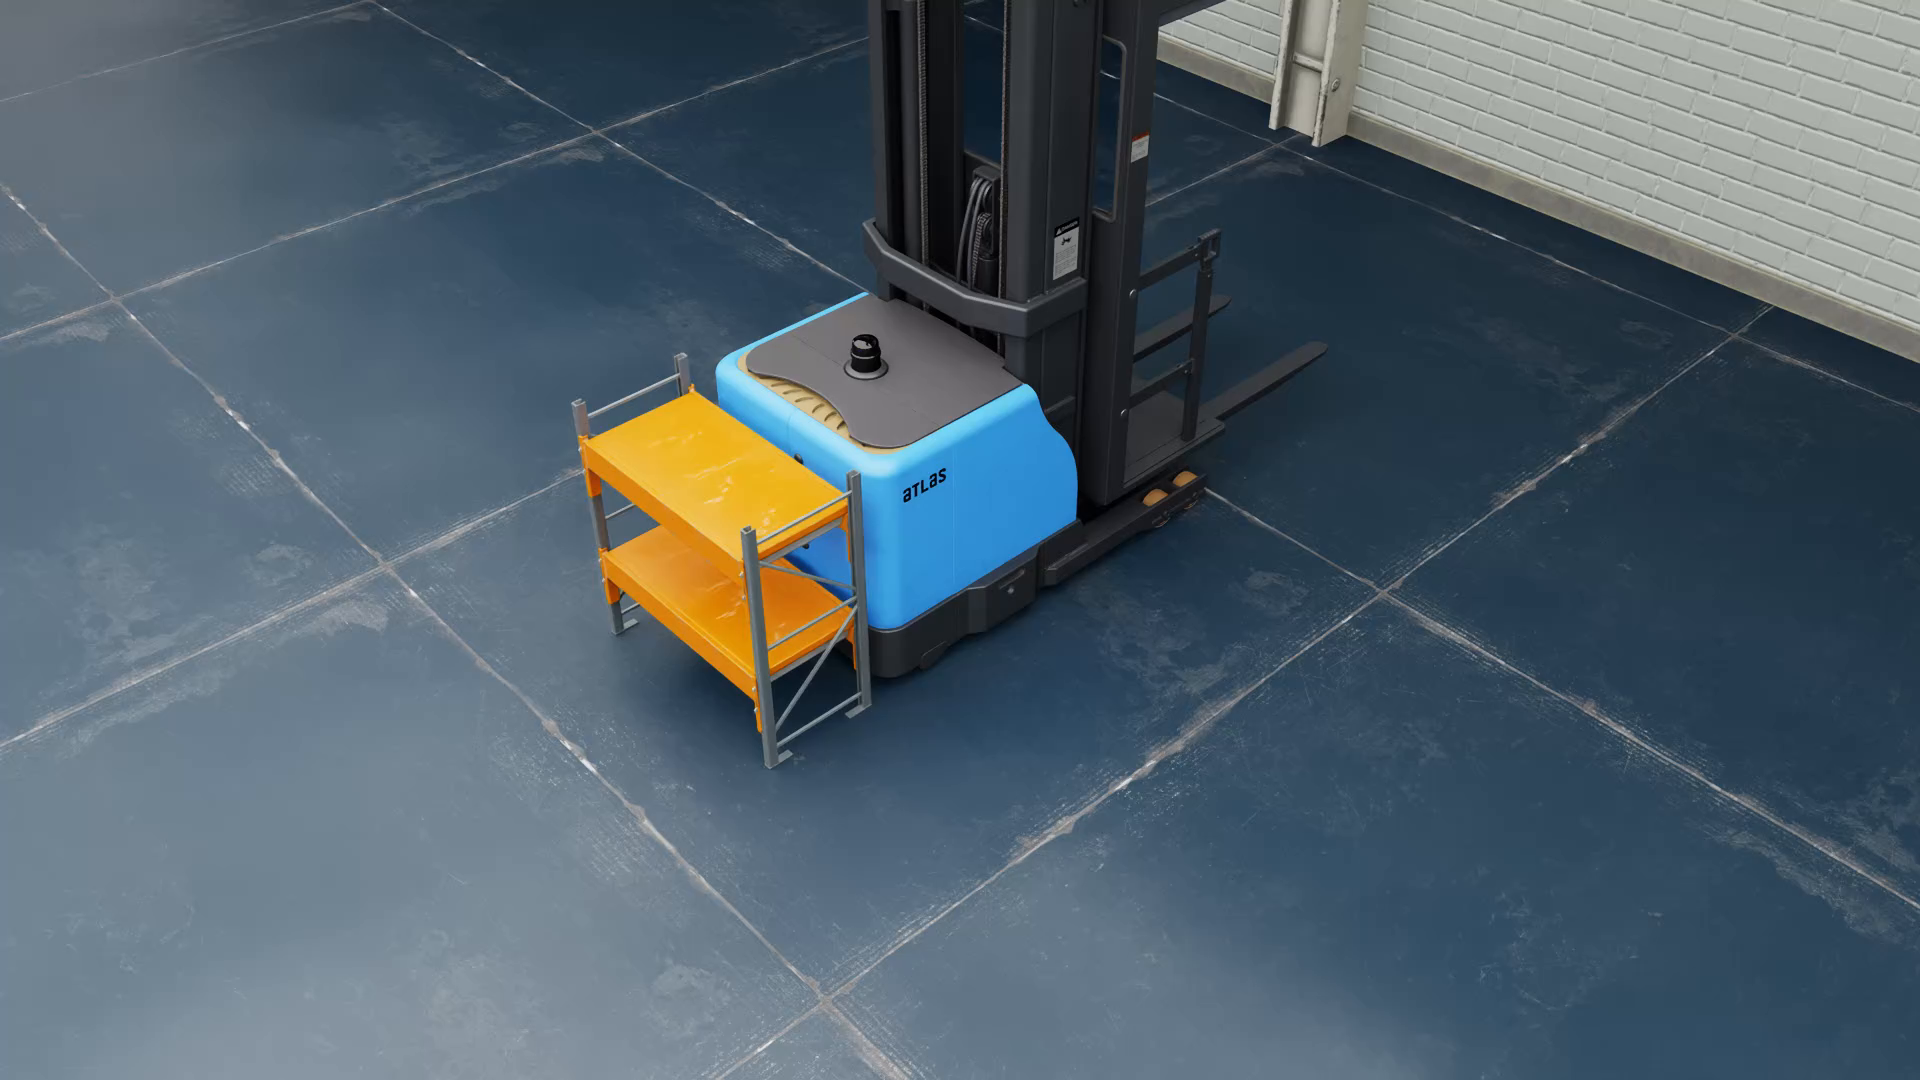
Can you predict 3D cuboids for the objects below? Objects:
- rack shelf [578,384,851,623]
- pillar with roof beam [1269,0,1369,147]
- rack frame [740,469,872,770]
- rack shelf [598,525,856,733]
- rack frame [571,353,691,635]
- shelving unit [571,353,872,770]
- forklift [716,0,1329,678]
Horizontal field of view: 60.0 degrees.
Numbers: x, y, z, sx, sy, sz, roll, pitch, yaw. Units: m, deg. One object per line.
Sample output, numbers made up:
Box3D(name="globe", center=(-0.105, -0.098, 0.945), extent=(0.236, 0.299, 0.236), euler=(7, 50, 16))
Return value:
Box3D(name="rack shelf", center=(-0.882, -0.158, 6.084), extent=(0.538, 0.278, 1.000), euler=(-30, 48, -32))
Box3D(name="pillar with roof beam", center=(-0.984, -4.248, 5.347), extent=(9.100, 9.000, 0.400), euler=(-30, 48, -32))
Box3D(name="rack frame", center=(-0.535, 0.304, 5.979), extent=(0.500, 1.125, 0.032), euler=(-30, 48, -32))
Box3D(name="rack shelf", center=(-0.882, 0.260, 6.422), extent=(0.538, 0.278, 1.000), euler=(-30, 48, -32))
Box3D(name="rack frame", center=(-1.229, -0.163, 6.557), extent=(0.500, 1.125, 0.032), euler=(-30, 48, -32))
Box3D(name="shelving unit", center=(-0.882, 0.070, 6.268), extent=(0.538, 1.125, 1.048), euler=(-30, 48, -32))
Box3D(name="forklift", center=(0.459, -1.411, 6.664), extent=(3.031, 2.935, 1.130), euler=(-31, 48, -32))
